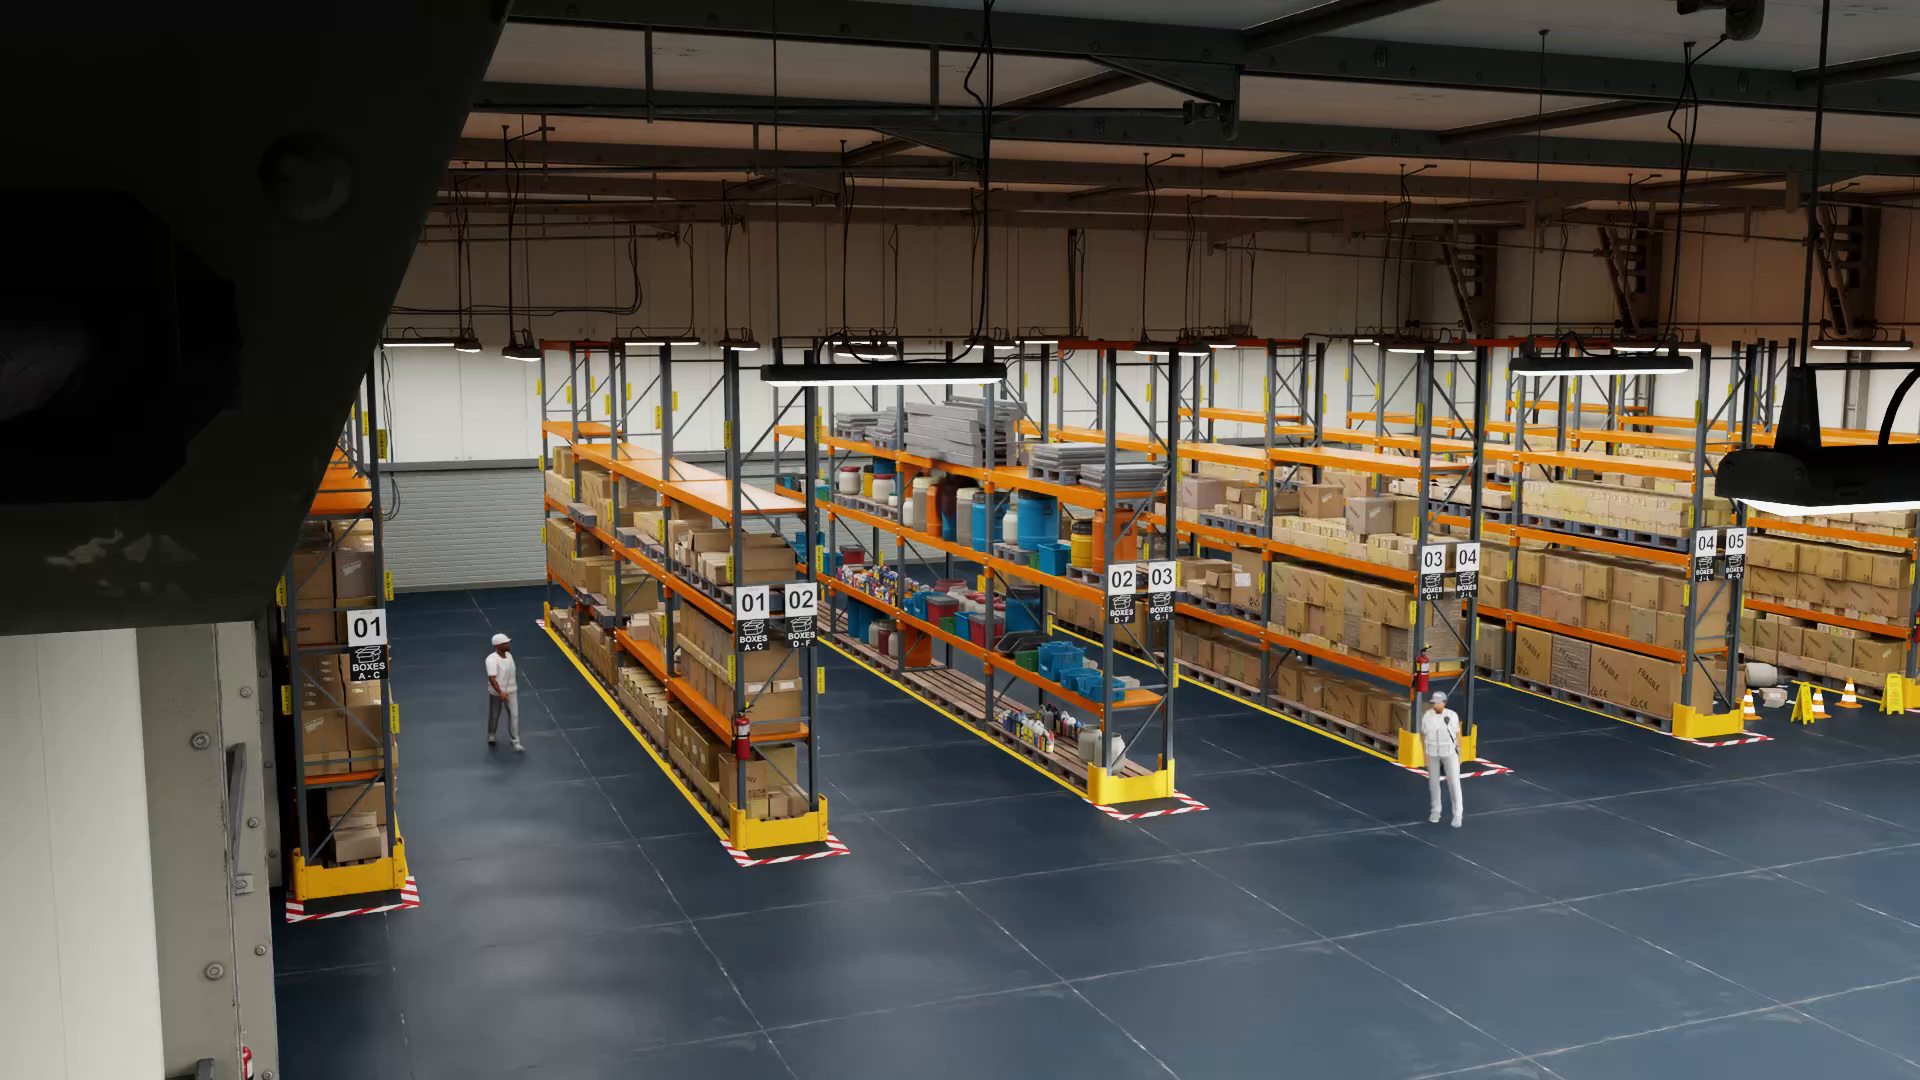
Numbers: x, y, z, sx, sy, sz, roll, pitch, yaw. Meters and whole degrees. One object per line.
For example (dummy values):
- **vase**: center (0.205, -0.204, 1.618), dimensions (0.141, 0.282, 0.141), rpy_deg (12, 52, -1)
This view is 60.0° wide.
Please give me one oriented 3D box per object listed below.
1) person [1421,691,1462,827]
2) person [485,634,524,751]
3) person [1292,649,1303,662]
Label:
- **person**: center (6.148, 2.774, 21.201), dimensions (0.572, 1.702, 0.435), rpy_deg (4, 8, 27)
- **person**: center (-6.825, 2.259, 24.797), dimensions (0.482, 1.724, 1.028), rpy_deg (-4, 9, -30)
- **person**: center (6.425, 1.481, 31.477), dimensions (0.478, 1.583, 0.672), rpy_deg (-2, 8, -15)
